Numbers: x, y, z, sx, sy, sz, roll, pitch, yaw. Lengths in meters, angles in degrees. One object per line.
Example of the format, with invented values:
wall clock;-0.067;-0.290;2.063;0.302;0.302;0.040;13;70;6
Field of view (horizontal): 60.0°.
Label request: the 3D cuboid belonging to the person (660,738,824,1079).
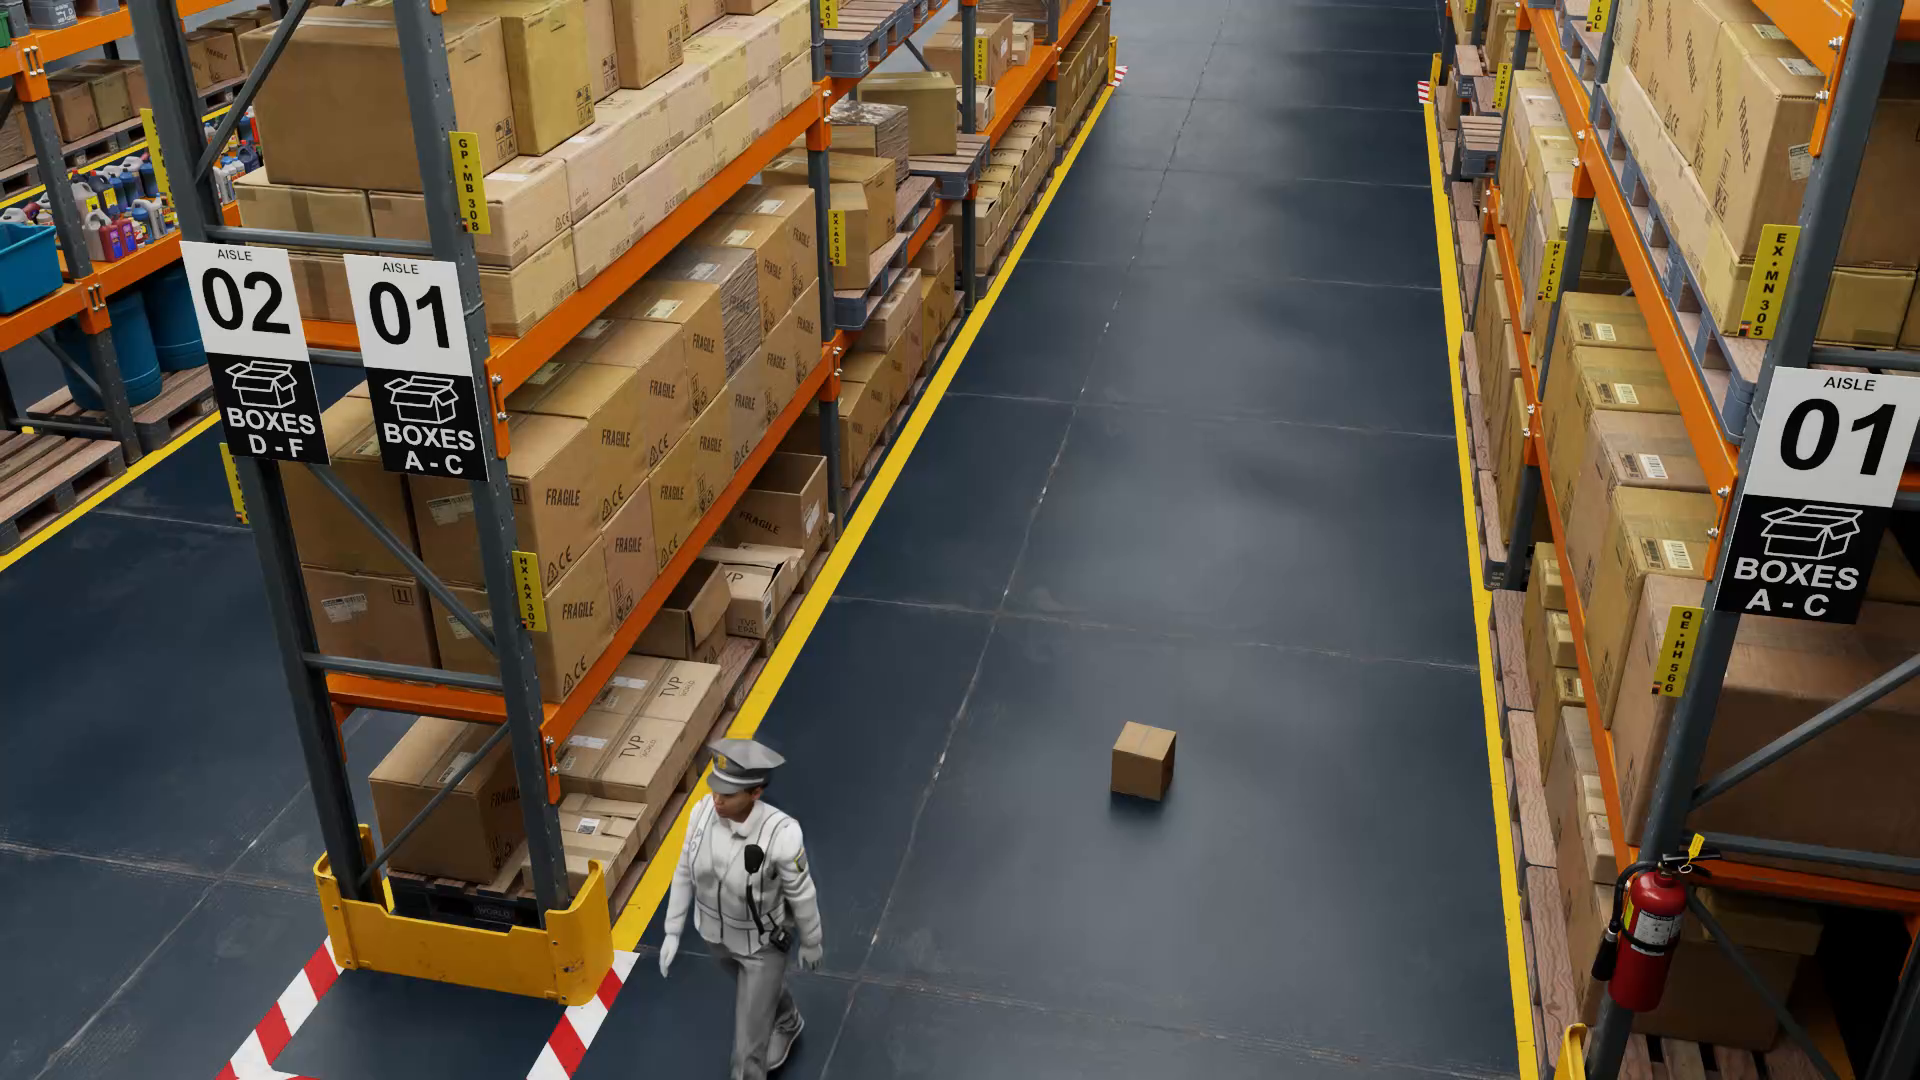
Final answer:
person;-0.824;1.446;5.936;0.526;1.645;0.922;15;32;25
